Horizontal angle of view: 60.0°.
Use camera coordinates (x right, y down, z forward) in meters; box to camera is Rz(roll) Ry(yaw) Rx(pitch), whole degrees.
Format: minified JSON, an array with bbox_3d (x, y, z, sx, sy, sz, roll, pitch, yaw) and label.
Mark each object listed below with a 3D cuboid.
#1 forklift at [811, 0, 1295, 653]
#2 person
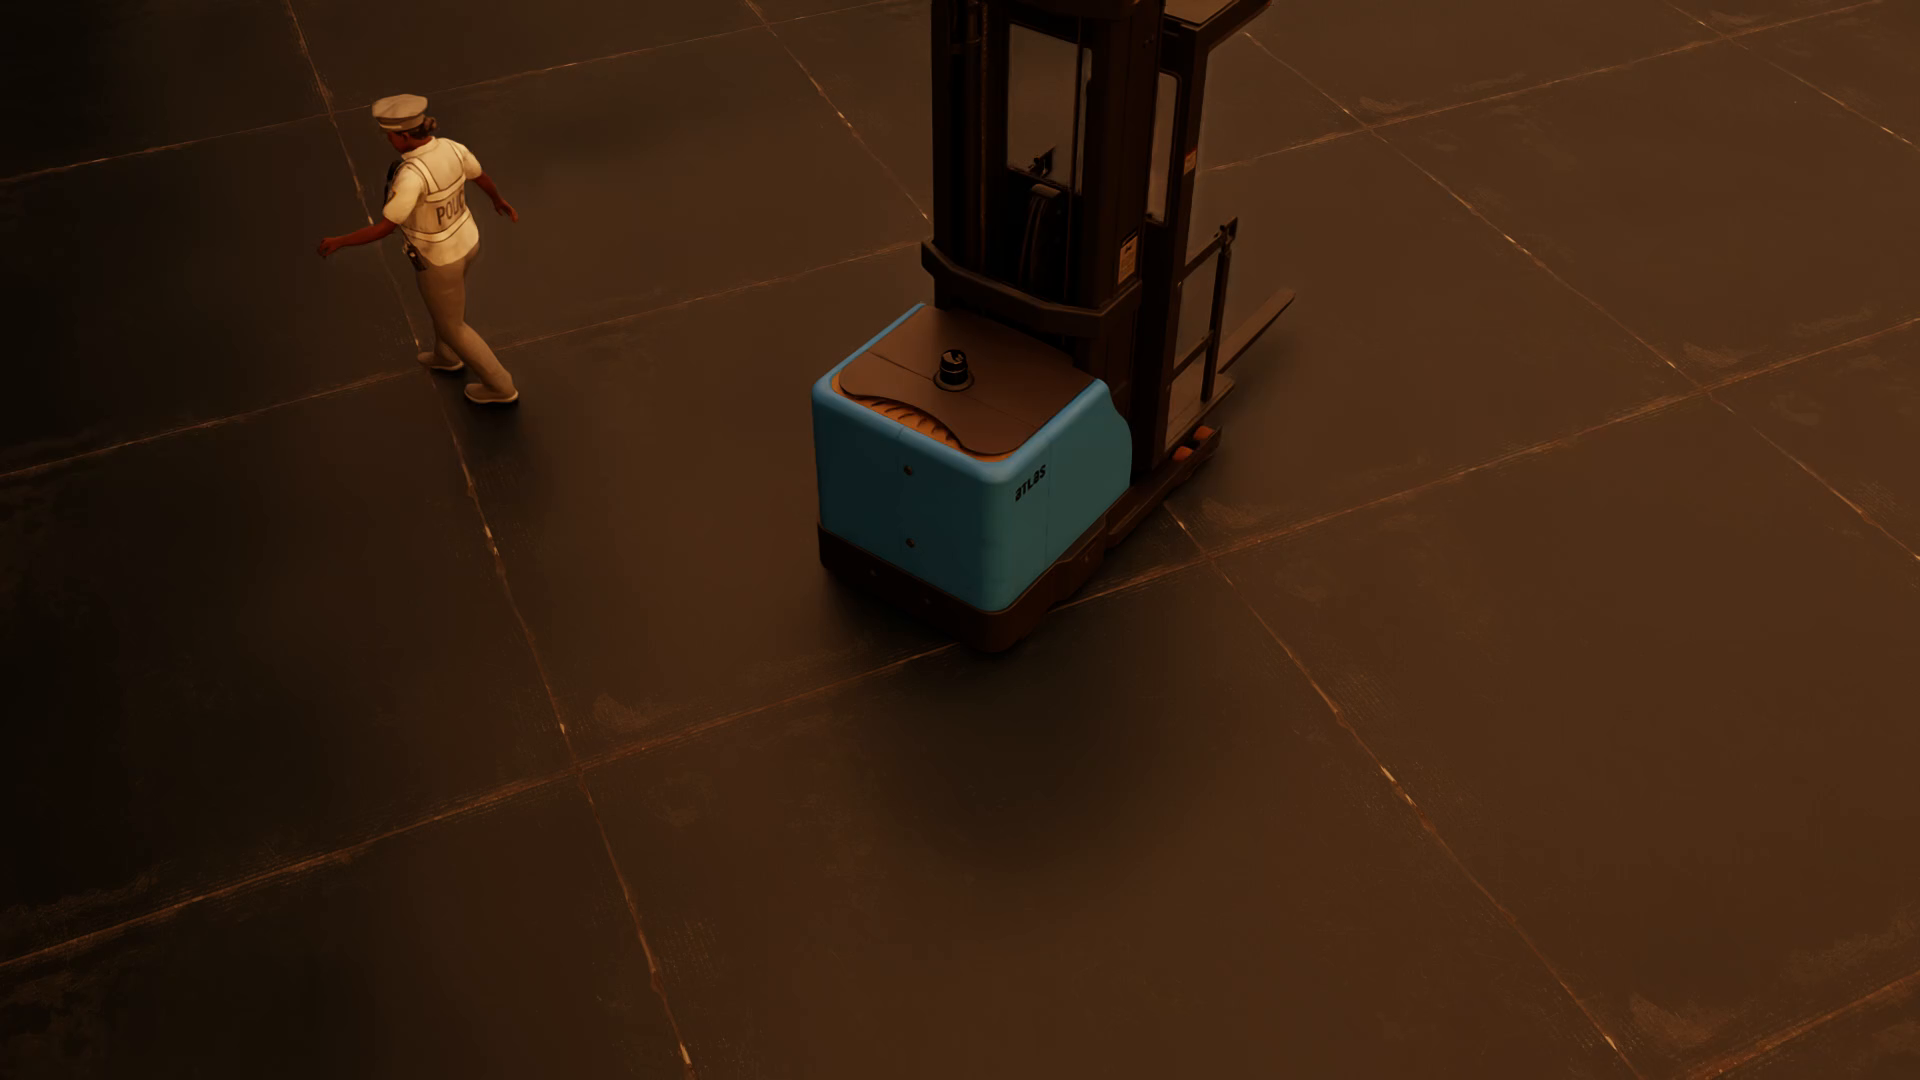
[{"bbox_3d":[0.636,-1.545,7.335,1.130,2.935,3.031,27,49,26],"label":"forklift"},{"bbox_3d":[-2.590,-1.440,8.196,0.708,1.649,0.899,11,44,11],"label":"person"}]
